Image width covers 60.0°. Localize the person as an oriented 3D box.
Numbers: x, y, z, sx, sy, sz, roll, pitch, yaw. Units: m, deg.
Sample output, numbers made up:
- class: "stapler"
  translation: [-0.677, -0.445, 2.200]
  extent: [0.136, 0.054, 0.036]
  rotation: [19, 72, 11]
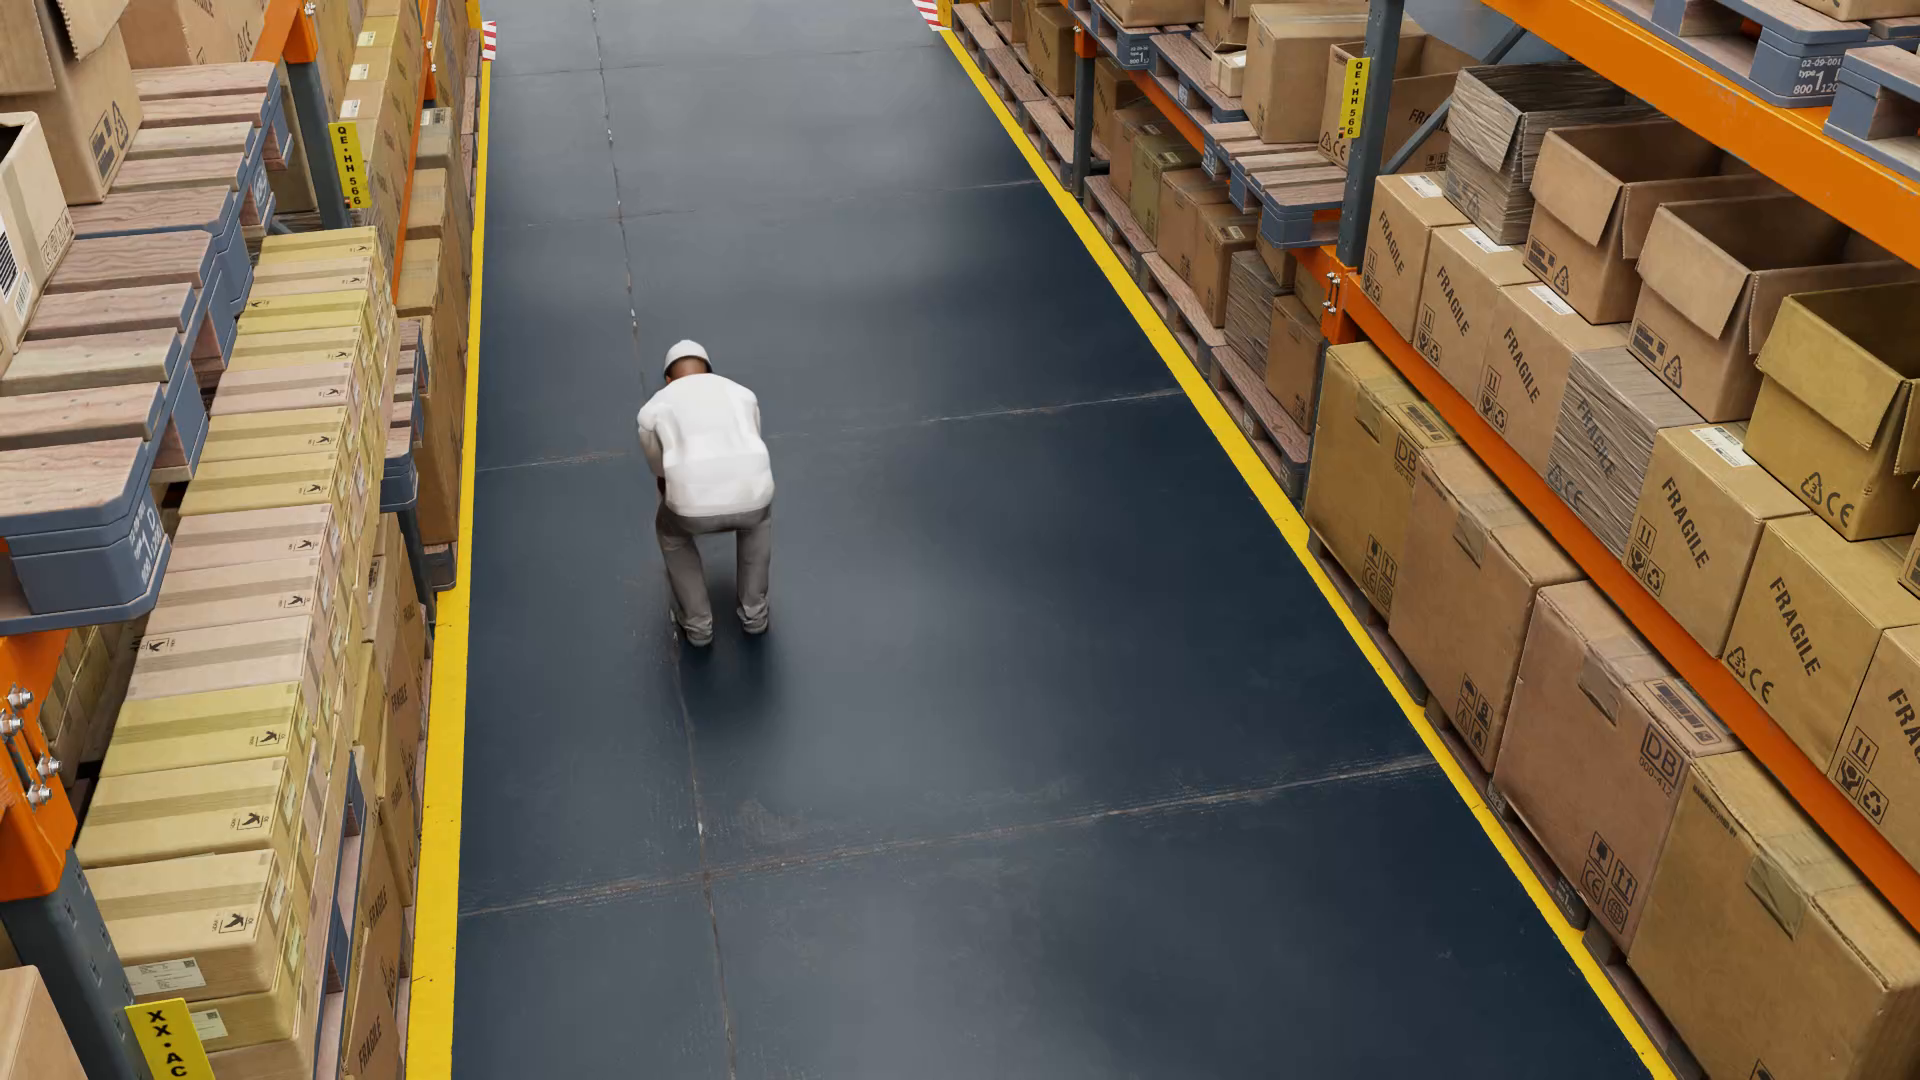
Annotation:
- class: "person"
  translation: [-1.053, -0.178, 6.987]
  extent: [0.509, 1.088, 0.965]
  rotation: [-9, 35, -13]
